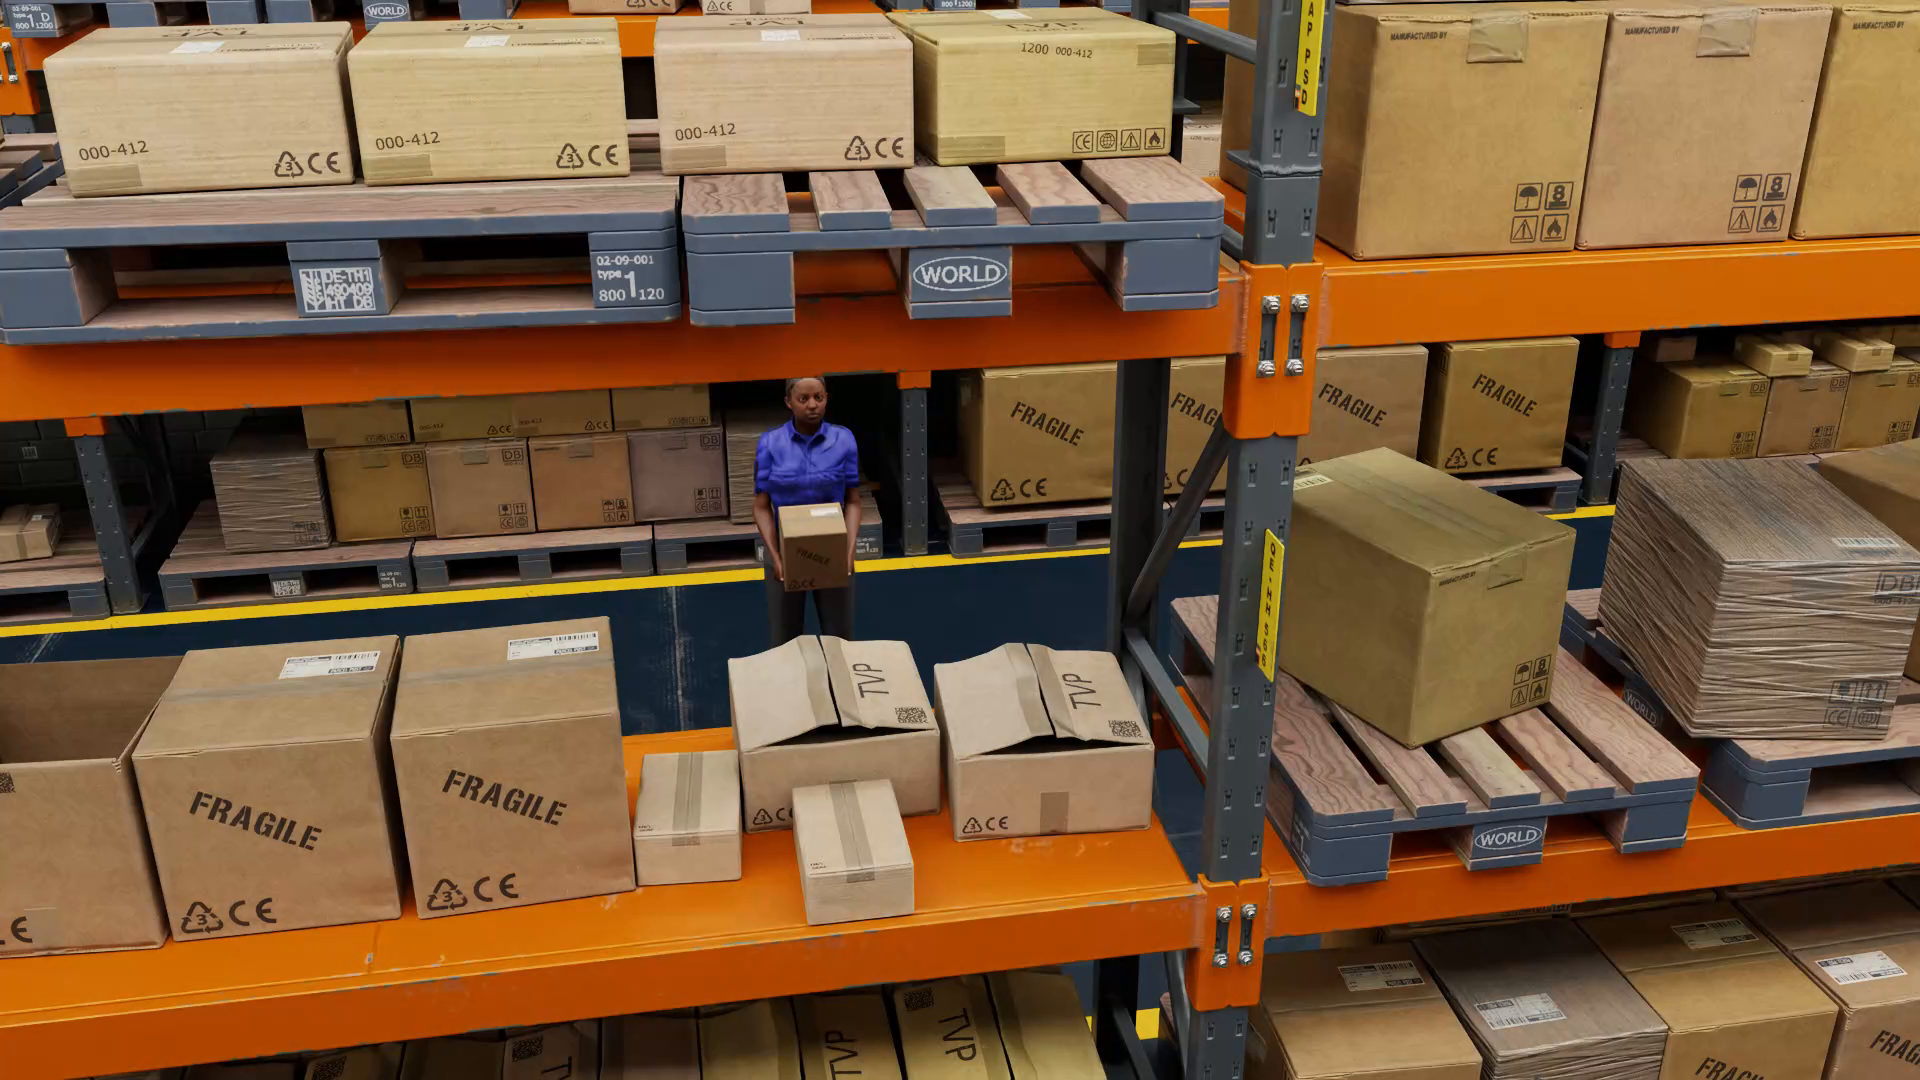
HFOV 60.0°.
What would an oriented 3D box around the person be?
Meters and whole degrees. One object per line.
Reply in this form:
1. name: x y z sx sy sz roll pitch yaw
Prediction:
1. person: -0.612 0.117 6.848 0.449 1.645 0.516 -4 24 -9
